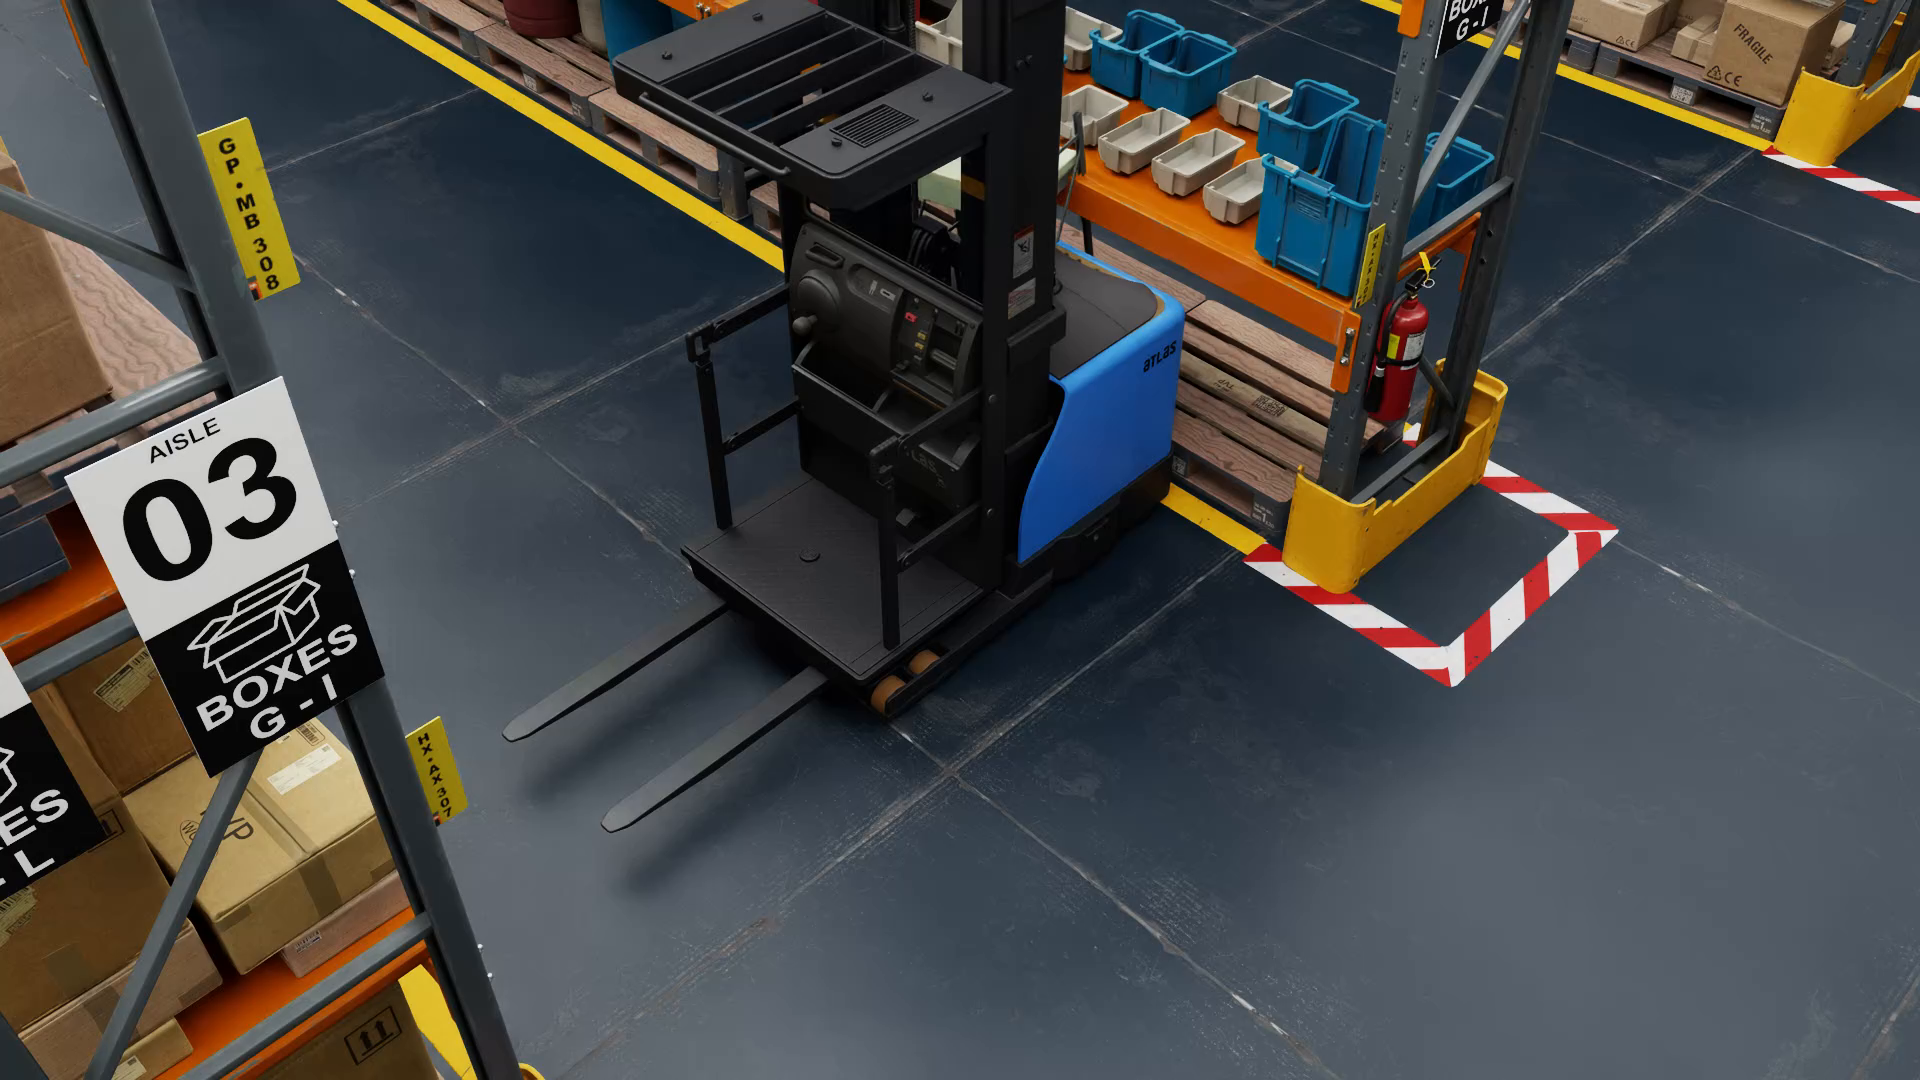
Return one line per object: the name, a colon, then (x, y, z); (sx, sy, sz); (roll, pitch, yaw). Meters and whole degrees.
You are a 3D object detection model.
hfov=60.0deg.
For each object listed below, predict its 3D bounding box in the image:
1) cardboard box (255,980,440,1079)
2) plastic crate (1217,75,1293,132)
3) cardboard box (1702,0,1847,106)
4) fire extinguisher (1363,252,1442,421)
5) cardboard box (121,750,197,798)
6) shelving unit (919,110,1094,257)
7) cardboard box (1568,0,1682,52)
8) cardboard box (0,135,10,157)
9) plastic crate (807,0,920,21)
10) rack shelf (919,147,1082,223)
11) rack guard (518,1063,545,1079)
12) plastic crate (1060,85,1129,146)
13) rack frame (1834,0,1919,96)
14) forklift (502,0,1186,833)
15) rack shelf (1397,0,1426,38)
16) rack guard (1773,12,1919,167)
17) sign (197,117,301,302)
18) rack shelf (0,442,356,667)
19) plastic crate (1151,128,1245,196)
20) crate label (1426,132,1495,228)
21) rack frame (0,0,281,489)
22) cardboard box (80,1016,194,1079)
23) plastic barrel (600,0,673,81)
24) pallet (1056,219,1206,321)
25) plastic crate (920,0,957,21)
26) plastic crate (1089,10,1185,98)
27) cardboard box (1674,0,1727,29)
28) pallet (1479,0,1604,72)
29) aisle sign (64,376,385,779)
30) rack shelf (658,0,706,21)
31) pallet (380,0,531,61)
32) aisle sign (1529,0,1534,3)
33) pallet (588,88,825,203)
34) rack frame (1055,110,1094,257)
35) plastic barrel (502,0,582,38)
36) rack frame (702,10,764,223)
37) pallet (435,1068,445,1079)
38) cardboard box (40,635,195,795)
cardboard box: (-2.126, 1.512, 4.777); (0.875, 0.875, 0.875); (-34, 53, -31)
plastic crate: (1.301, -1.940, 7.407); (0.250, 0.136, 0.298); (-34, 53, -31)
cardboard box: (4.841, -2.978, 9.897); (0.500, 0.500, 0.500); (-34, 53, -31)
fire extinguisher: (1.674, -0.763, 6.315); (0.296, 0.674, 0.183); (-34, 53, -31)
cardboard box: (-2.137, 0.494, 4.514); (0.500, 0.250, 0.500); (34, 52, 31)
shelving unit: (0.183, -1.263, 7.552); (0.755, 1.500, 0.431); (23, 53, 30)
cardboard box: (4.191, -3.357, 10.492); (0.500, 0.250, 0.500); (-34, 53, -31)
cardboard box: (-2.335, -0.727, 3.277); (0.500, 0.500, 0.700); (32, 52, 30)
plastic crate: (-0.482, -2.637, 7.920); (0.402, 0.464, 0.583); (-34, 53, -31)
rack shelf: (0.134, -1.542, 7.283); (0.720, 0.370, 0.431); (23, 53, 30)
rack guard: (-1.600, 2.084, 4.743); (1.175, 0.500, 0.348); (-34, 53, -31)
plastic crate: (0.555, -1.851, 7.310); (0.298, 0.136, 0.250); (-34, 53, -31)
rack frame: (5.399, -3.591, 9.044); (1.000, 3.000, 0.127); (-34, 53, -31)
forklift: (-0.436, -0.768, 6.039); (1.130, 2.935, 3.031); (33, 52, 31)
rack shelf: (0.477, -3.017, 6.742); (1.077, 0.370, 4.000); (-34, 53, -31)
rack guard: (5.345, -2.710, 9.931); (1.175, 0.500, 0.348); (-34, 53, -31)
sign: (-1.220, -0.560, 2.851); (0.100, 0.325, 0.005); (-34, 53, -31)
rack shelf: (-3.030, -0.644, 4.174); (1.077, 0.370, 4.000); (-34, 53, -31)
plastic crate: (0.991, -1.595, 7.034); (0.396, 0.136, 0.243); (-34, 53, -31)
crate label: (1.948, -1.456, 6.812); (0.416, 0.233, 0.303); (-34, 53, -31)
rack frame: (-1.617, -1.048, 1.871); (1.000, 3.000, 0.127); (-34, 53, -31)
cardboard box: (-2.102, 1.234, 4.007); (0.380, 0.149, 0.250); (-33, 52, -31)
plastic barrel: (-1.808, -3.134, 9.786); (0.600, 0.901, 0.708); (-34, 53, -31)
pallet: (0.477, -1.196, 8.506); (1.003, 0.211, 1.213); (-34, 53, -31)
plastic crate: (0.045, -2.653, 8.187); (0.437, 0.125, 0.590); (-34, 53, -31)
plastic crate: (0.806, -2.233, 7.653); (0.416, 0.233, 0.300); (-34, 53, -31)
cardboard box: (4.863, -3.380, 10.517); (0.500, 0.250, 0.500); (-34, 53, -31)
pallet: (3.924, -3.572, 11.078); (1.003, 0.211, 1.213); (-34, 53, -31)
aisle sign: (-1.354, 0.091, 3.143); (0.394, 0.787, 0.004); (-34, 53, -31)
rack shelf: (-2.348, -3.838, 9.840); (1.077, 0.370, 4.000); (-34, 53, -31)
pallet: (-3.174, -3.680, 11.194); (1.003, 0.211, 1.213); (-34, 53, -31)
aisle sign: (2.151, -2.282, 5.711); (0.394, 0.787, 0.004); (-34, 53, -31)
pallet: (-1.451, -2.508, 9.926); (1.003, 0.211, 1.213); (-34, 53, -31)
rack frame: (0.475, -1.138, 7.370); (0.023, 1.500, 0.400); (23, 53, 30)
plastic barrel: (-2.605, -3.562, 10.479); (0.600, 0.588, 0.708); (-34, 53, -31)
rack frame: (-0.935, -3.141, 8.556); (1.000, 3.000, 0.127); (-34, 53, -31)
pallet: (-2.237, 1.832, 5.229); (1.003, 0.211, 1.213); (-34, 53, -31)
cardboard box: (-2.118, 0.225, 4.252); (0.500, 0.500, 0.500); (33, 52, 30)
